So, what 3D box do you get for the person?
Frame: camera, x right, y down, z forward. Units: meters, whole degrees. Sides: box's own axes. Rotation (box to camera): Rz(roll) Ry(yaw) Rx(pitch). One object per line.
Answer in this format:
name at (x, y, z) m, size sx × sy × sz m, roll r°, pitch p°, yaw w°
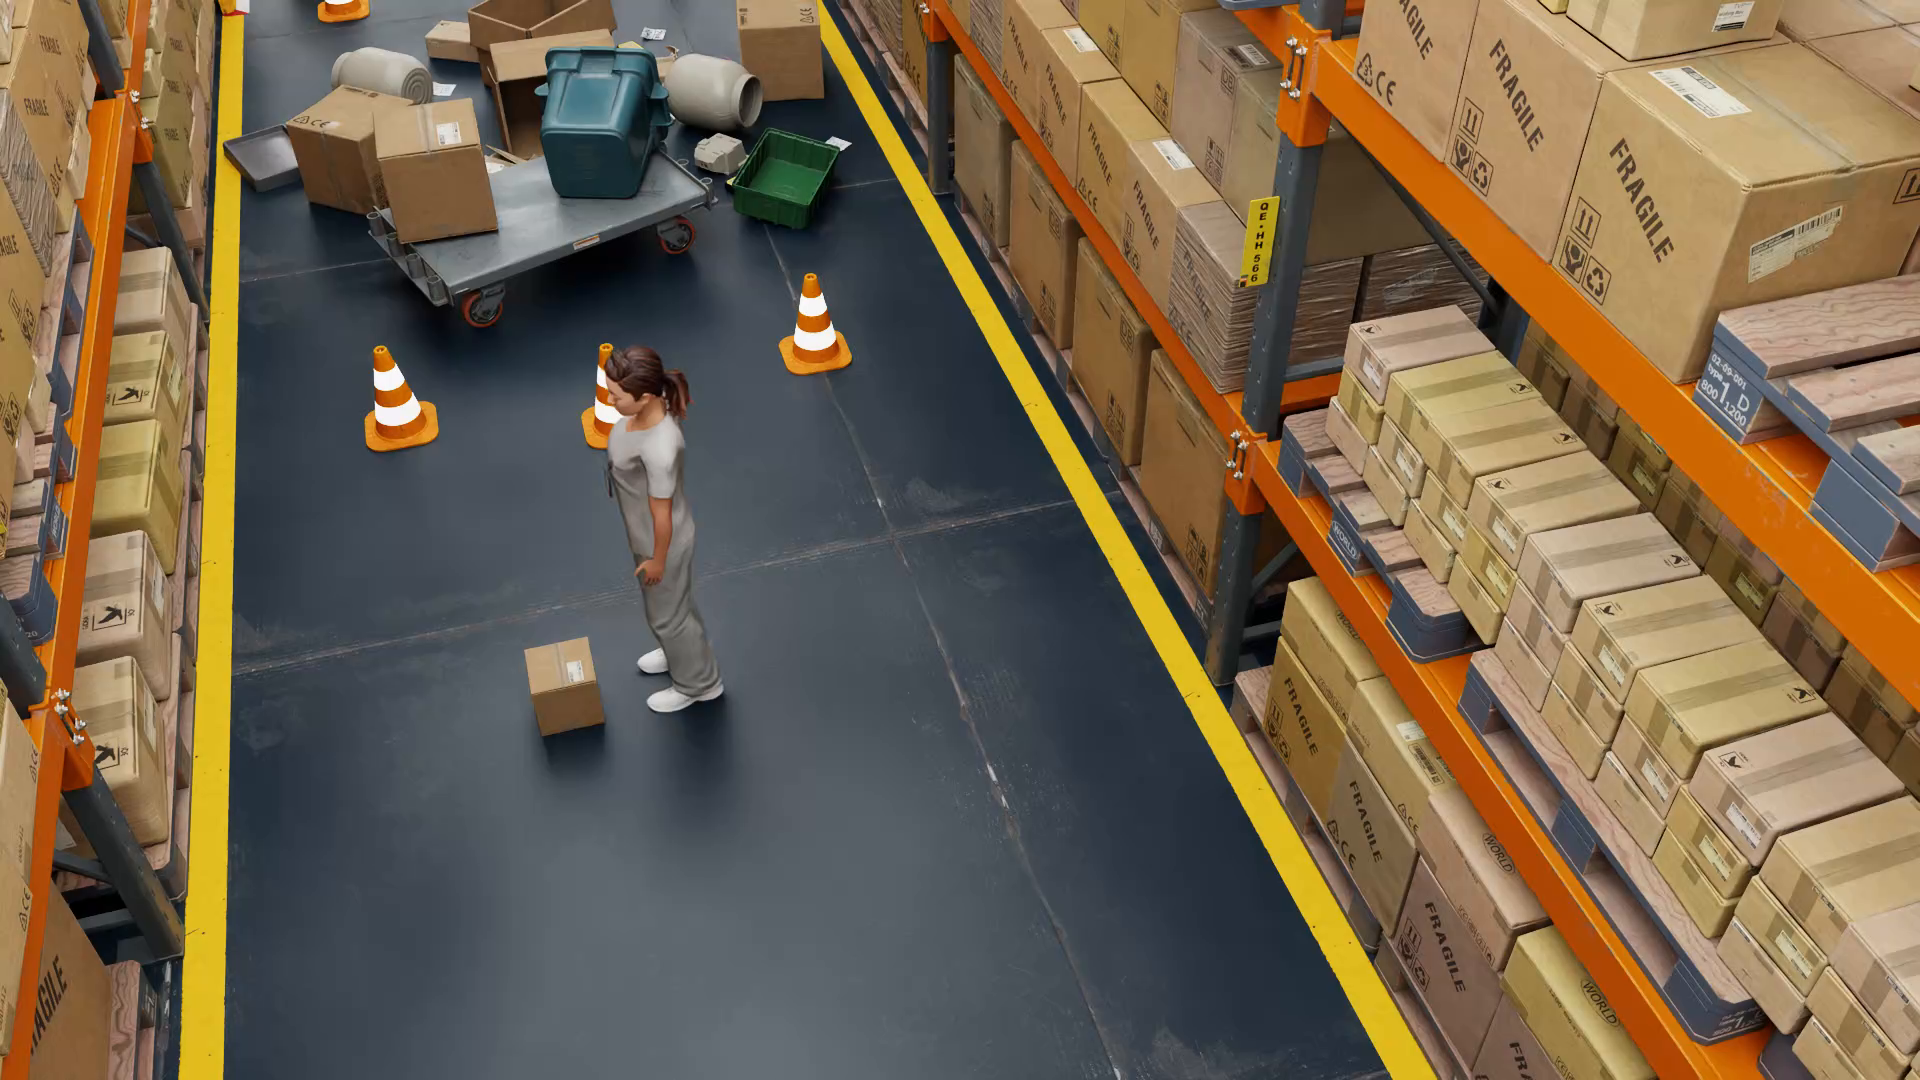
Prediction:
person at (-1.106, -0.033, 6.202) m, size 0.363 × 1.673 × 0.439 m, roll -11°, pitch 44°, yaw -12°
